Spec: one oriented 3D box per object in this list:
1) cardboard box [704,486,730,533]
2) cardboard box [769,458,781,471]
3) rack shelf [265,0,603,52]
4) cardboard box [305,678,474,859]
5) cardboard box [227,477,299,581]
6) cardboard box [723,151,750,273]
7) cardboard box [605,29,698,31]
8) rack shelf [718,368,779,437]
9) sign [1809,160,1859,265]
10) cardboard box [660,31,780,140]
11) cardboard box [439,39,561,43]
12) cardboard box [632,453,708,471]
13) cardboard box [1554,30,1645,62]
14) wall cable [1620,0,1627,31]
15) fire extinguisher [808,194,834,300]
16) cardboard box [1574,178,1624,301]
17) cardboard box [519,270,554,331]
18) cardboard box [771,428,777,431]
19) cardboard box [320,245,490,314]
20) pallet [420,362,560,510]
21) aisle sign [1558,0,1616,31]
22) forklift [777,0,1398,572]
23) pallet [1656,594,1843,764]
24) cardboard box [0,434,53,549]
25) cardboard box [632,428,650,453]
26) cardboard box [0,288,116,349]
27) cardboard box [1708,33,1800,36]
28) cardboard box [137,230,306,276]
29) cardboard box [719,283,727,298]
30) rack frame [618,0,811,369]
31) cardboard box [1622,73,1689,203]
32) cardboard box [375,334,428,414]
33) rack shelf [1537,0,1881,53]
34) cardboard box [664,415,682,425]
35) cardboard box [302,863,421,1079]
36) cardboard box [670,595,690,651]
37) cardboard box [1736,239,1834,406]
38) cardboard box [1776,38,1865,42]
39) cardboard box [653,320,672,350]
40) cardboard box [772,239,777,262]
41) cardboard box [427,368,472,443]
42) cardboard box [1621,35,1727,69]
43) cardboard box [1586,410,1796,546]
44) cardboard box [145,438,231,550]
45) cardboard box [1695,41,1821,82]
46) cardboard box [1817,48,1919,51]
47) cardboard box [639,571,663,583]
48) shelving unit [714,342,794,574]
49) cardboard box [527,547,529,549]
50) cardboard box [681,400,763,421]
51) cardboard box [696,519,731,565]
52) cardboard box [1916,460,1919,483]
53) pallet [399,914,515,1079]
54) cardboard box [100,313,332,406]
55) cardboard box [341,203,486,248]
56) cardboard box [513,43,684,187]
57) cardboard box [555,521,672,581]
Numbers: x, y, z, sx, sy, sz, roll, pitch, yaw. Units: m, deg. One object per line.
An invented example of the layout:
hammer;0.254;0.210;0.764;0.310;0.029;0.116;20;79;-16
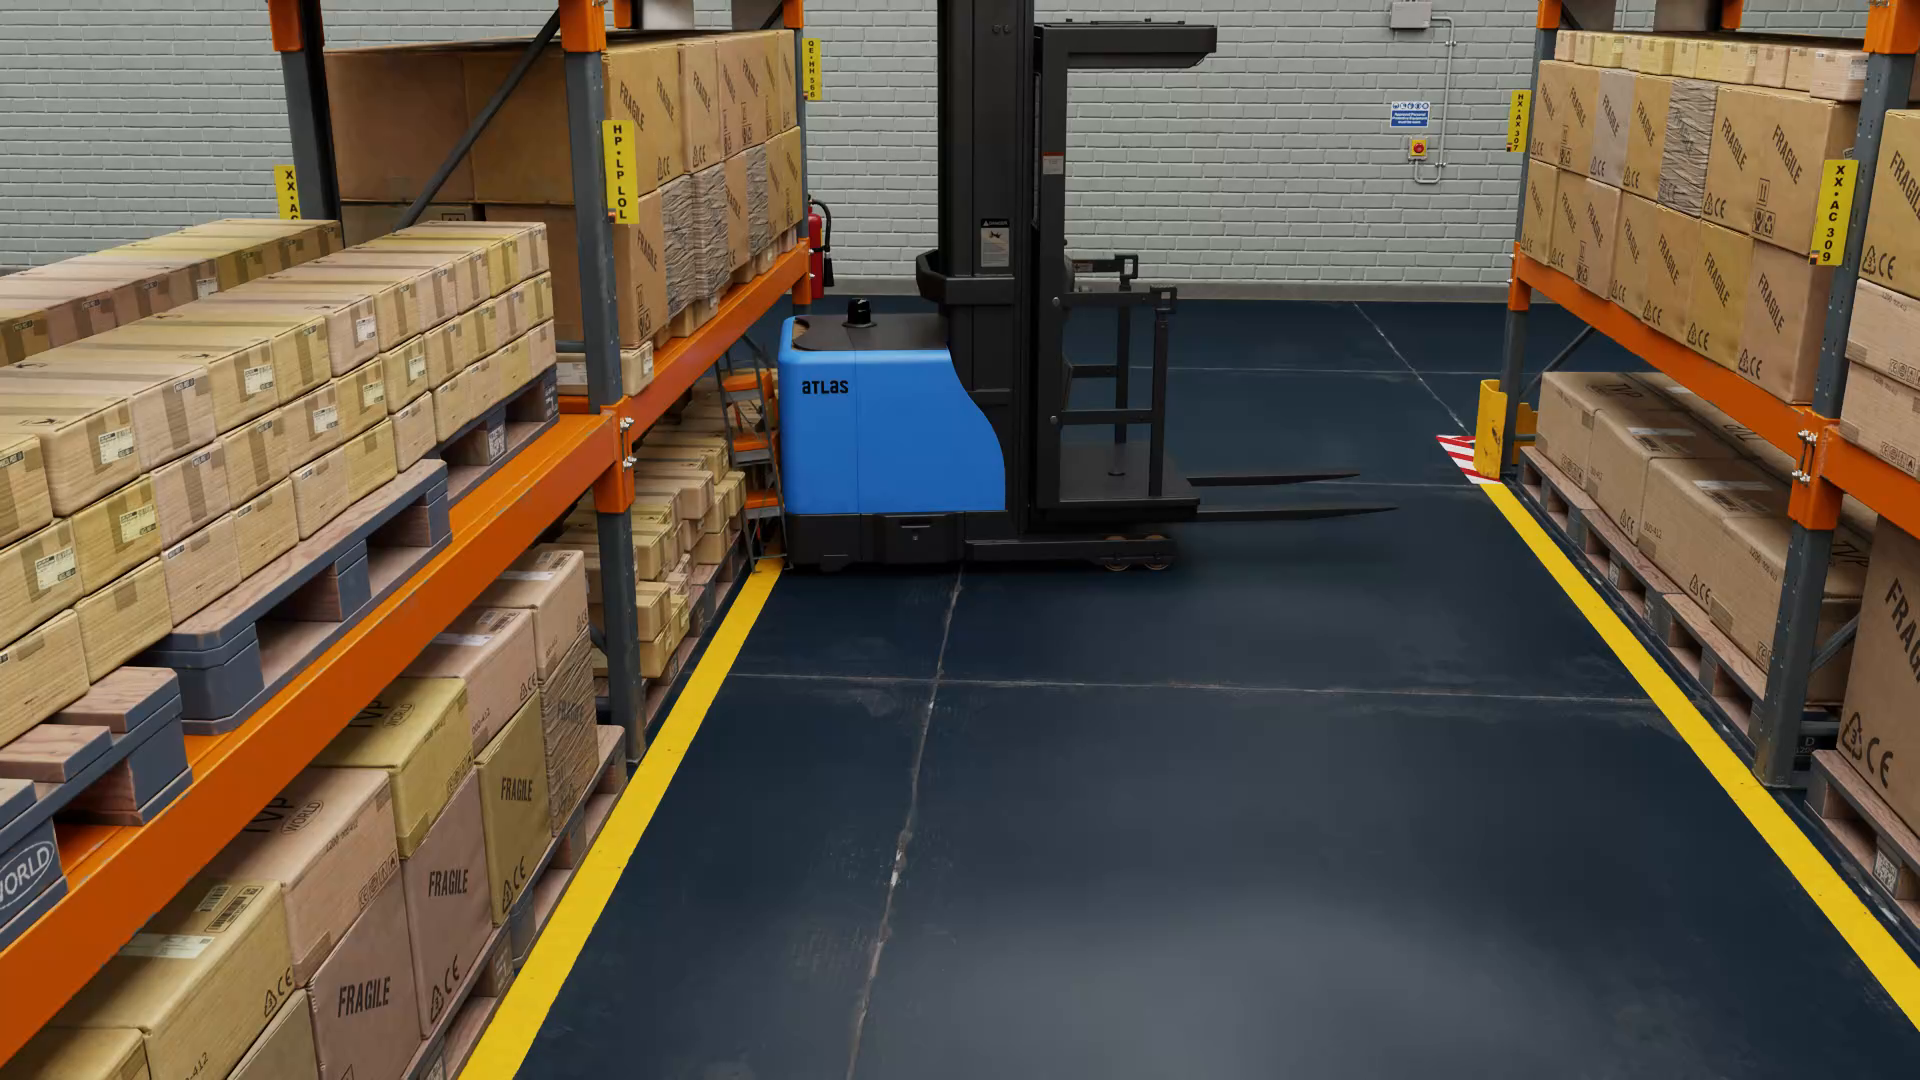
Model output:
cardboard box;-1.245;-0.140;7.459;0.380;0.149;0.250;1;18;3
cardboard box;-1.107;-0.483;8.982;0.380;0.149;0.250;2;18;6
rack shelf;-1.790;-1.108;3.326;1.077;0.370;4.000;1;18;4
cardboard box;-1.522;0.547;4.072;0.500;0.250;0.500;0;18;1
cardboard box;-1.607;-0.030;3.426;0.380;0.149;0.250;2;18;5
cardboard box;-1.251;-1.459;7.421;0.500;0.500;0.500;2;18;7
cardboard box;-1.657;-2.419;8.743;0.500;0.500;0.500;1;18;4
rack shelf;-0.990;-0.649;7.802;0.215;0.259;0.240;-7;15;6
sign;2.744;-1.028;5.224;0.100;0.325;0.005;1;18;4
cardboard box;-1.181;-2.247;8.219;0.500;0.500;0.500;1;18;2
cardboard box;-1.800;-1.781;6.797;0.500;0.500;0.500;2;18;5
cardboard box;-1.335;-0.285;7.423;0.380;0.149;0.250;1;18;2
cardboard box;3.283;-2.536;8.536;0.380;0.149;0.250;2;18;5
wall cable;5.381;-4.015;14.229;0.588;1.984;0.122;1;18;4
fire extinguisher;-0.882;-1.742;9.645;0.296;0.674;0.183;1;18;4
cardboard box;3.201;-1.398;7.713;0.500;0.500;0.500;1;18;4
cardboard box;-1.479;-0.739;5.113;0.380;0.149;0.250;2;18;6
cardboard box;-1.149;-0.542;8.688;0.380;0.149;0.250;1;18;2
cardboard box;-1.520;-0.716;4.564;0.380;0.149;0.250;1;18;2
pallet;-1.847;-0.320;4.892;1.003;0.211;1.213;1;18;4
aisle sign;3.300;-3.073;8.809;0.394;0.787;0.004;1;18;4
forklift;0.626;-1.408;8.012;3.031;2.935;1.130;-1;18;-4
pallet;3.430;0.524;6.485;1.003;0.211;1.213;1;18;4
cardboard box;-1.669;-0.065;2.578;0.380;0.149;0.250;1;18;4
cardboard box;-1.747;-0.532;8.178;0.380;0.149;0.250;2;18;6
cardboard box;-2.226;-0.495;3.890;0.380;0.149;0.250;2;18;6
cardboard box;3.830;-2.362;8.008;0.380;0.149;0.250;1;18;3
cardboard box;-2.148;-0.810;4.851;0.380;0.149;0.250;2;18;5
cardboard box;-1.285;-1.180;7.611;0.380;0.149;0.250;2;18;5
rack frame;-1.360;-1.888;9.368;1.000;3.000;0.127;1;18;4
cardboard box;3.172;-1.713;7.068;0.500;0.500;0.500;1;18;4
cardboard box;-1.552;-0.415;4.122;0.380;0.149;0.250;0;18;1
rack shelf;3.441;-2.271;6.876;1.077;0.370;4.000;1;18;4
cardboard box;-1.659;-0.555;8.727;0.380;0.149;0.250;2;18;5
cardboard box;-1.564;1.055;3.726;0.500;0.500;0.500;1;18;3
cardboard box;-1.281;0.321;6.530;0.380;0.149;0.250;2;18;6
cardboard box;3.076;-0.764;5.776;0.500;0.500;0.500;1;18;4
cardboard box;3.684;-2.045;7.040;0.380;0.149;0.250;2;18;6
cardboard box;-1.364;-0.857;6.625;0.380;0.149;0.250;0;18;1
cardboard box;-1.160;-1.506;8.607;0.380;0.149;0.250;1;18;3
cardboard box;-1.534;-0.362;4.440;0.380;0.149;0.250;0;18;1
cardboard box;3.235;-2.210;7.541;0.380;0.149;0.250;1;18;4
cardboard box;3.580;-0.299;7.959;0.875;0.438;0.875;2;18;5
cardboard box;-1.629;-0.094;3.143;0.380;0.149;0.250;1;18;4
cardboard box;3.157;-1.896;6.584;0.380;0.149;0.250;1;18;3
cardboard box;3.129;-1.580;5.619;0.380;0.149;0.250;2;18;5
cardboard box;-1.373;0.182;6.476;0.380;0.149;0.250;1;18;4
shelving unit;-0.952;-0.388;7.873;0.215;1.050;0.252;-7;15;6
cardboard box;-1.902;0.030;6.462;0.380;0.149;0.250;2;18;5
cardboard box;-1.194;-0.606;8.405;0.380;0.149;0.250;1;18;2
cardboard box;-1.248;0.000;7.511;0.380;0.149;0.250;1;18;2
cardboard box;2.967;-0.204;4.469;0.500;0.250;0.500;1;18;3
pallet;-1.786;1.301;4.113;1.003;0.211;1.213;1;18;4
cardboard box;-1.593;-0.391;3.573;0.380;0.149;0.250;1;18;3
cardboard box;-1.894;-0.991;5.992;0.500;0.500;0.500;1;18;4
cardboard box;-1.350;-1.606;6.262;0.500;0.500;0.500;1;18;2
cardboard box;-1.337;0.040;6.432;0.380;0.149;0.250;2;18;7
